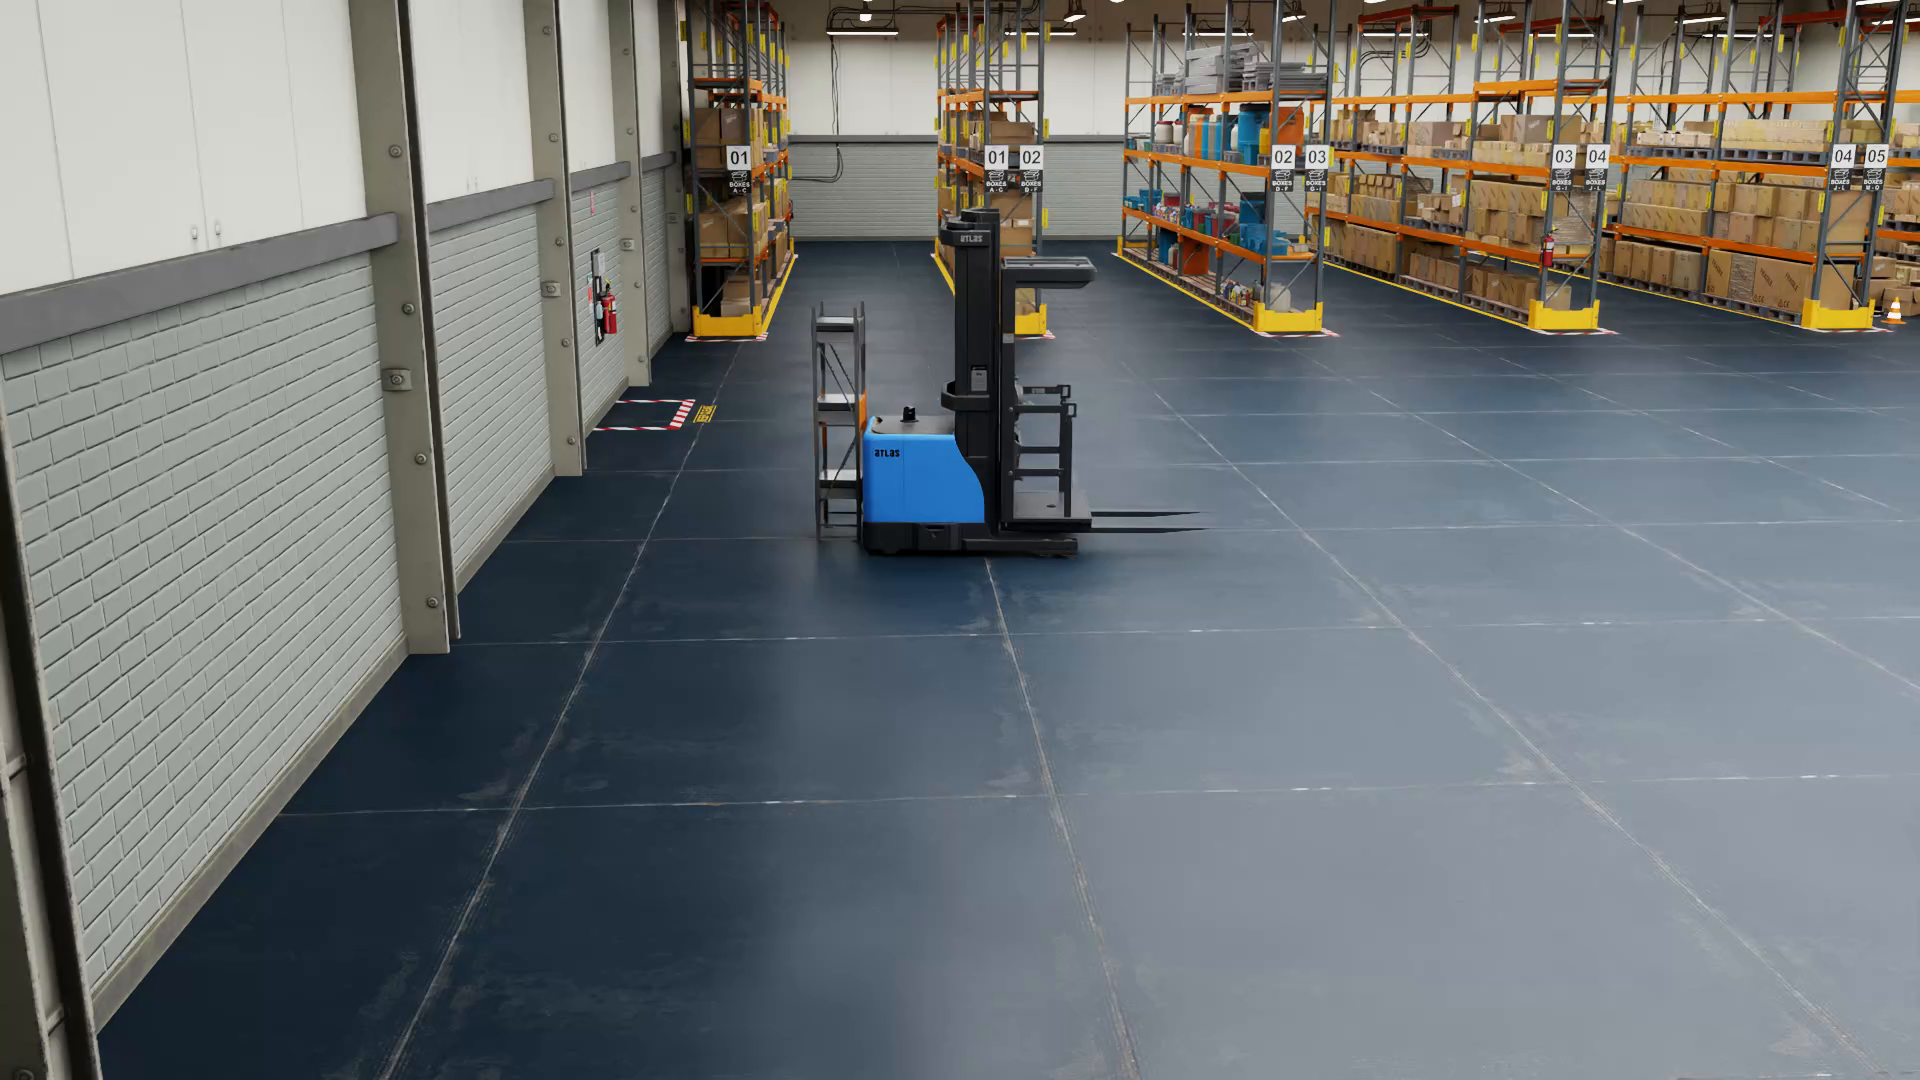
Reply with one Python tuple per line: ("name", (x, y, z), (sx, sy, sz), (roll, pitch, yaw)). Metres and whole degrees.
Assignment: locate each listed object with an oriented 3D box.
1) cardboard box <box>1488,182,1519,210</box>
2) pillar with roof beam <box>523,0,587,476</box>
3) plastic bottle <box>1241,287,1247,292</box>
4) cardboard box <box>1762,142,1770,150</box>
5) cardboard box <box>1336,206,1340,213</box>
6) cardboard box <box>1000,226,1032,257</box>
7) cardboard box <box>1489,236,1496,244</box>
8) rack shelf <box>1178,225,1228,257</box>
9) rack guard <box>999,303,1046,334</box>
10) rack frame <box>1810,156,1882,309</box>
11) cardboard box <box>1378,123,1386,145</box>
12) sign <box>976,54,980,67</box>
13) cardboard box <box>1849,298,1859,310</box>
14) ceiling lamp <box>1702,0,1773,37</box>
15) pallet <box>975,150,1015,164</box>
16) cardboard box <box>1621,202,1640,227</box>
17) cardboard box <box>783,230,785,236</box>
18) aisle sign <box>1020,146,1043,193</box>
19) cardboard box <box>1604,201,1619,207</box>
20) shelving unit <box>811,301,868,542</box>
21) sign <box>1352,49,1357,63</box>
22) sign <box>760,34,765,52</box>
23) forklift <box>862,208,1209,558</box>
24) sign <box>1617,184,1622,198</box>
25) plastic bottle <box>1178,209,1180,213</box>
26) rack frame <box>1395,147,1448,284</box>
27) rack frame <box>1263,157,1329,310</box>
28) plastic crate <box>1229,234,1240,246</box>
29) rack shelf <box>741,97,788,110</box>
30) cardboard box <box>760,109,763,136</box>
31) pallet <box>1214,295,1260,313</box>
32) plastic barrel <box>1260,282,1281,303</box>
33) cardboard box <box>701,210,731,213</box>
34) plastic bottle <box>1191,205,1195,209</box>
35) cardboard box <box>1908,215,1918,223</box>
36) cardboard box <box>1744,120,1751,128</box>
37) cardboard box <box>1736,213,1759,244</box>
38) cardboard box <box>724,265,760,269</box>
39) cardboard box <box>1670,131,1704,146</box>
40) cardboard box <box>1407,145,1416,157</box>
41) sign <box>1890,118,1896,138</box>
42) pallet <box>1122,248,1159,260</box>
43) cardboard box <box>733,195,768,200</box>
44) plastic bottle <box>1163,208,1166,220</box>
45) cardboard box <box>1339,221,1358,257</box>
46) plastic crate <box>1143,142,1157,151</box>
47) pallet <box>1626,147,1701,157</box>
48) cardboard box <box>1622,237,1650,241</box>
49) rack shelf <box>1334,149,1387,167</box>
("cardboard box", (10.387, -6.542, 31.629), (0.500, 0.500, 0.500), (-1, 14, -3))
("pillar with roof beam", (0.100, -5.154, 16.998), (9.100, 9.000, 0.400), (-1, 14, -3))
("plastic bottle", (5.427, -4.696, 31.842), (0.152, 0.276, 0.135), (-1, 14, -3))
("cardboard box", (15.284, -7.390, 31.170), (0.380, 0.149, 0.250), (-1, 14, -3))
("cardboard box", (9.677, -8.297, 41.756), (0.380, 0.149, 0.250), (-1, 14, -4))
("cardboard box", (0.894, -5.248, 29.203), (0.700, 0.500, 0.500), (-1, 14, -3))
("cardboard box", (10.365, -5.740, 31.819), (0.380, 0.149, 0.250), (-1, 14, -3))
("rack shelf", (5.483, -6.303, 34.946), (1.077, 0.370, 4.000), (-1, 14, -3))
("rack guard", (0.912, -3.867, 29.051), (1.175, 0.500, 0.348), (-1, 14, -3))
("rack frame", (15.755, -5.287, 29.554), (1.000, 3.000, 0.127), (-1, 14, -3))
("cardboard box", (10.154, -9.439, 38.621), (0.797, 0.503, 0.637), (-1, 14, -4))
("sign", (0.474, -12.500, 43.359), (0.100, 0.325, 0.005), (-1, 14, -3))
("cardboard box", (17.452, -4.558, 32.210), (0.396, 0.266, 0.258), (2, 15, 6))
("ceiling lamp", (22.162, -15.808, 46.692), (2.000, 3.185, 0.800), (-1, 14, -3))
("pallet", (0.814, -6.973, 30.267), (1.003, 0.211, 1.213), (-1, 14, -3))
("cardboard box", (15.017, -7.209, 36.824), (0.500, 0.500, 0.500), (-1, 14, -3))
("cardboard box", (-4.593, -7.703, 41.815), (0.380, 0.149, 0.250), (-1, 14, -5))
("aisle sign", (1.220, -6.331, 28.394), (0.394, 0.787, 0.004), (-1, 14, -3))
("cardboard box", (14.774, -7.618, 37.679), (0.380, 0.149, 0.250), (-1, 14, -2))
("shelving unit", (-1.074, -1.067, 14.959), (0.431, 2.100, 0.503), (1, 14, 4))
("sign", (9.499, -11.652, 40.060), (0.100, 0.325, 0.005), (-1, 14, -3))
("sign", (-3.739, -9.400, 31.469), (0.100, 0.325, 0.005), (-1, 14, -3))
("forklift", (0.670, -1.395, 14.566), (3.031, 2.935, 1.130), (0, 14, 1))
("sign", (14.718, -7.788, 37.110), (0.100, 0.325, 0.005), (-1, 14, -3))
("plastic bottle", (5.335, -7.947, 40.293), (0.097, 0.201, 0.097), (0, 14, 0))
("rack frame", (10.302, -7.225, 37.087), (1.000, 3.000, 0.127), (-1, 14, -3))
("rack frame", (5.855, -5.159, 29.057), (1.000, 3.000, 0.127), (-1, 14, -3))
("plastic crate", (5.409, -5.709, 31.620), (0.450, 0.188, 0.662), (-1, 14, -3))
("rack shelf", (-4.901, -10.851, 41.386), (1.077, 0.370, 4.000), (-1, 14, -3))
("cardboard box", (-3.935, -7.738, 30.815), (0.500, 0.500, 0.500), (0, 14, 0))
("pallet", (5.607, -4.635, 32.619), (1.003, 0.211, 1.213), (-1, 14, -3))
("plastic barrel", (5.706, -4.444, 30.430), (0.421, 0.512, 0.421), (0, 14, 0))
("cardboard box", (-4.296, -5.545, 29.315), (0.500, 0.500, 0.500), (-1, 14, -3))
("plastic bottle", (5.419, -7.586, 38.589), (0.144, 0.351, 0.185), (-1, 14, -3))
("cardboard box", (20.083, -6.718, 34.778), (0.380, 0.149, 0.250), (-1, 14, -4))
("cardboard box", (15.238, -7.965, 31.805), (0.380, 0.149, 0.250), (-1, 14, -4))
("cardboard box", (15.514, -5.990, 31.986), (0.875, 0.550, 0.550), (-1, 14, -3))
("cardboard box", (-4.426, -5.314, 33.792), (0.700, 0.500, 0.500), (-1, 14, -5))
("cardboard box", (15.179, -8.375, 34.674), (0.500, 0.311, 0.500), (-1, 14, -5))
("cardboard box", (10.077, -8.484, 36.262), (0.500, 0.250, 0.500), (-1, 14, -2))
("sign", (16.309, -7.208, 29.089), (0.100, 0.325, 0.005), (-1, 14, -3))
("pallet", (4.876, -7.582, 44.070), (1.003, 0.211, 1.213), (-1, 14, -3))
("cardboard box", (-4.490, -7.140, 35.674), (0.700, 0.500, 0.500), (-3, 15, -10))
("plastic bottle", (4.811, -7.643, 38.969), (0.097, 0.271, 0.097), (0, 14, 0))
("cardboard box", (10.093, -7.559, 41.808), (0.875, 0.875, 0.875), (-1, 14, -3))
("plastic crate", (4.736, -9.736, 41.164), (0.416, 0.233, 0.300), (-1, 14, -3))
("pallet", (15.352, -8.478, 36.317), (1.213, 0.211, 1.003), (0, 14, -1))
("cardboard box", (15.458, -6.807, 38.133), (0.500, 0.250, 0.500), (-2, 15, -6))
("rack shelf", (9.931, -9.821, 42.602), (1.077, 0.370, 4.000), (-1, 14, -3))
